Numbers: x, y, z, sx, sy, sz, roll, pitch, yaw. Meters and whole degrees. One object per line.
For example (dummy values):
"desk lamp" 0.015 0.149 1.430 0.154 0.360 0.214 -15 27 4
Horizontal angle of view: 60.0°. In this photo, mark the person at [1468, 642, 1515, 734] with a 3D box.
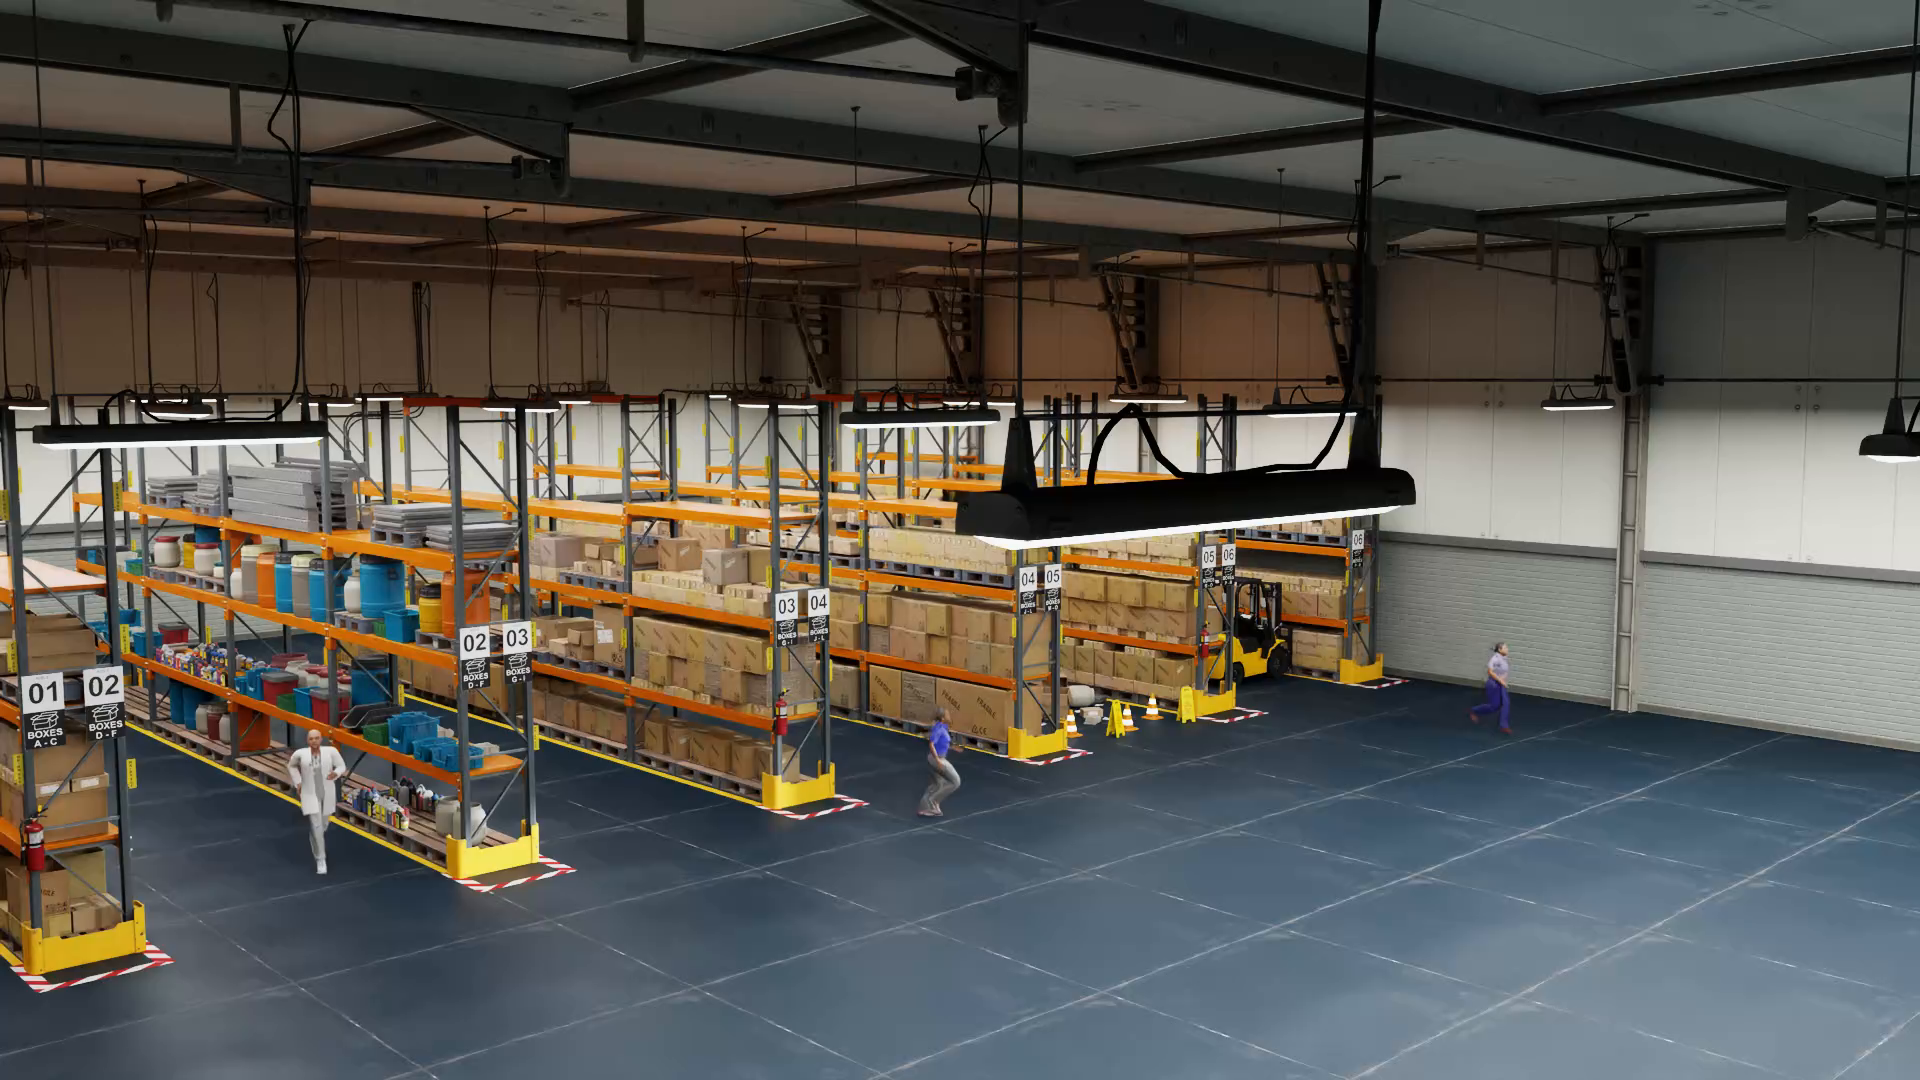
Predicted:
"person" 9.618 2.646 29.955 0.848 1.640 0.631 4 7 33

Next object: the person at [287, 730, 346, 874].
"person" -8.353 3.349 21.673 0.686 1.804 0.987 -3 6 -31

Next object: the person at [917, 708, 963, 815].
"person" -0.275 3.209 24.090 0.690 1.587 0.528 -1 6 -13
